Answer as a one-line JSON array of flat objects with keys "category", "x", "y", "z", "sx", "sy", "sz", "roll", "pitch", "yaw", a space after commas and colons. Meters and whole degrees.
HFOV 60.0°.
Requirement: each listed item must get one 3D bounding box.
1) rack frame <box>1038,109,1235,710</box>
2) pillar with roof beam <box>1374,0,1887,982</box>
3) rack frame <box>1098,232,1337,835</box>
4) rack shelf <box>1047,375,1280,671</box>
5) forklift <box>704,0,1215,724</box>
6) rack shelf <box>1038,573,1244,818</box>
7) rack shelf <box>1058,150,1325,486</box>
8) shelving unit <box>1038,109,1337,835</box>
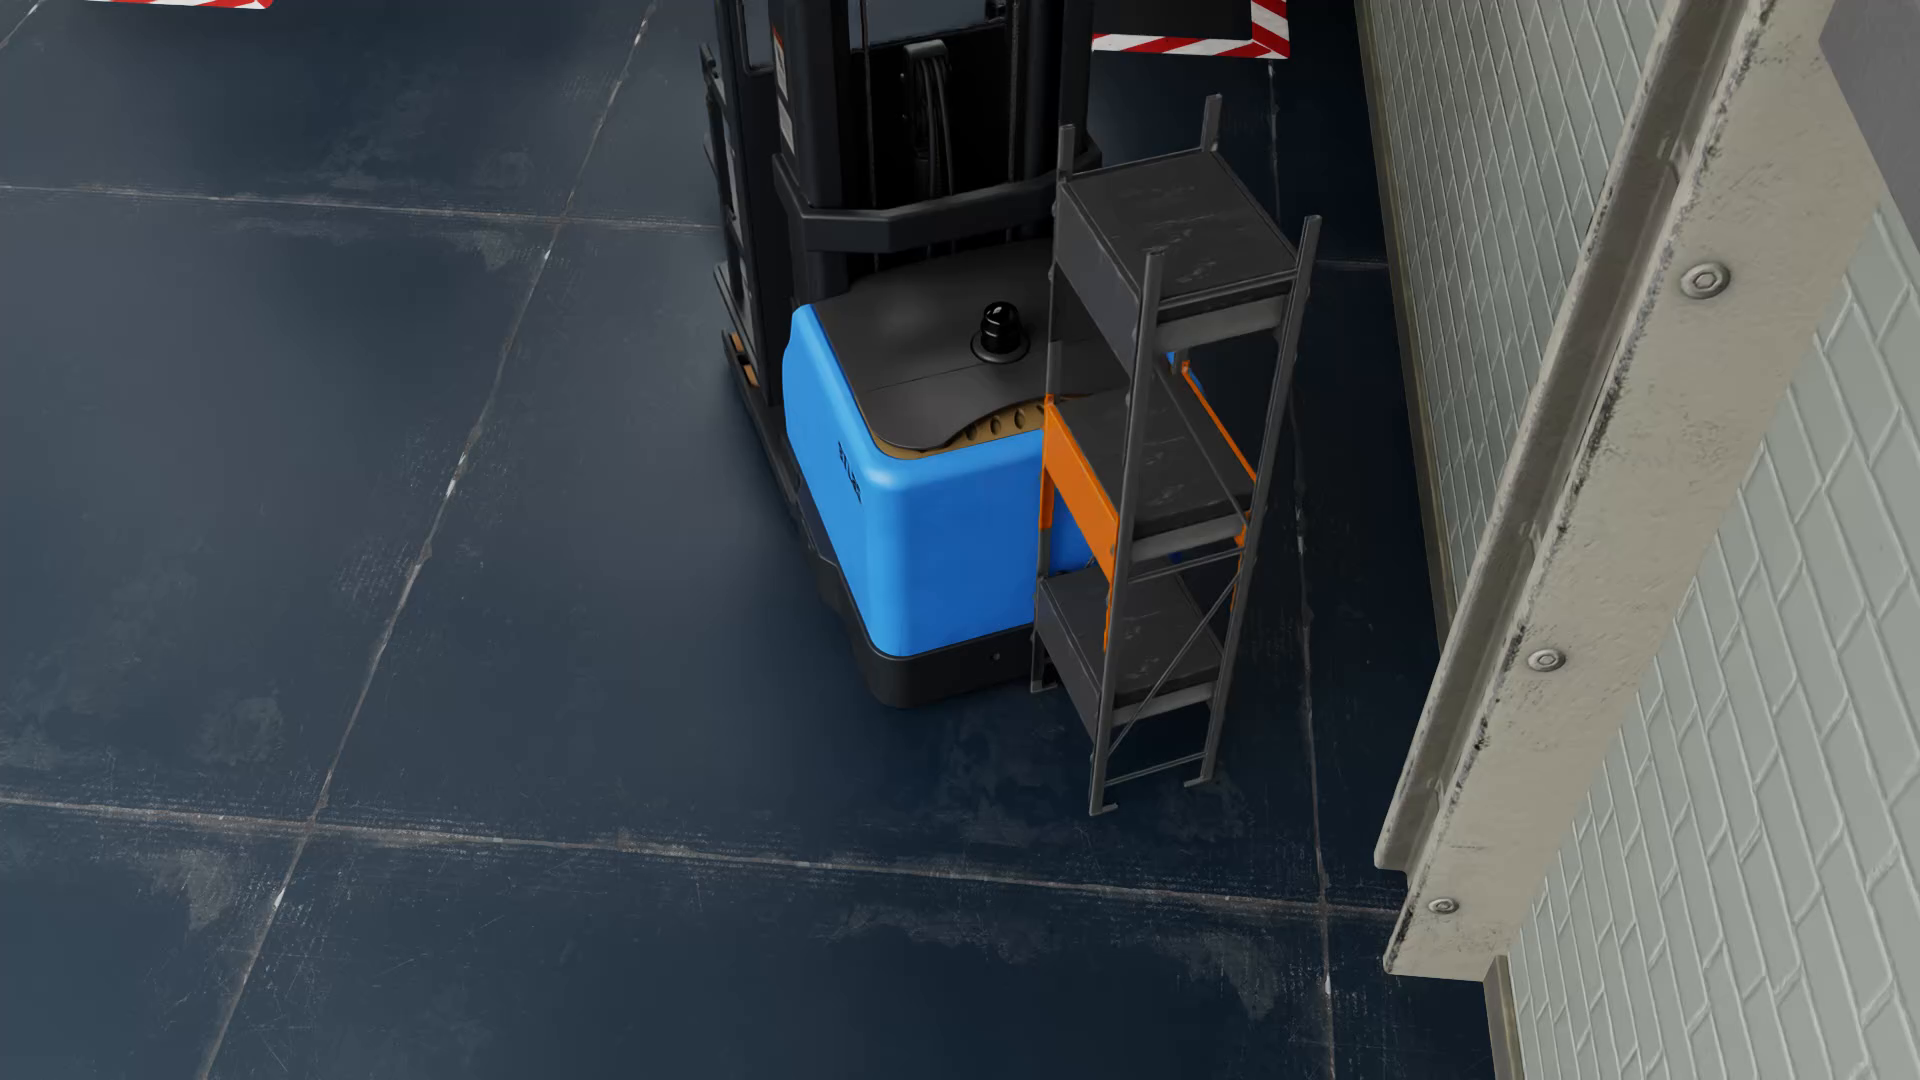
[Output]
[{"category": "rack frame", "x": 0.437, "y": -0.224, "z": 4.532, "sx": 0.400, "sy": 2.100, "sz": 0.015, "roll": -15, "pitch": 49, "yaw": -13}, {"category": "pillar with roof beam", "x": -2.930, "y": -2.252, "z": 1.712, "sx": 9.100, "sy": 9.000, "sz": 0.400, "roll": 4, "pitch": 48, "yaw": 4}, {"category": "rack frame", "x": 0.601, "y": 0.115, "z": 4.222, "sx": 0.400, "sy": 2.100, "sz": 0.015, "roll": -15, "pitch": 49, "yaw": -13}, {"category": "rack shelf", "x": 0.519, "y": -0.045, "z": 4.387, "sx": 0.431, "sy": 0.518, "sz": 0.480, "roll": -15, "pitch": 49, "yaw": -13}, {"category": "forklift", "x": -0.235, "y": -1.531, "z": 5.164, "sx": 1.130, "sy": 2.935, "sz": 3.031, "roll": -15, "pitch": 49, "yaw": -13}, {"category": "rack shelf", "x": 0.519, "y": 0.427, "z": 4.904, "sx": 0.431, "sy": 0.518, "sz": 0.480, "roll": -15, "pitch": 49, "yaw": -13}, {"category": "rack shelf", "x": 0.519, "y": -0.518, "z": 3.870, "sx": 0.431, "sy": 0.518, "sz": 0.480, "roll": -15, "pitch": 49, "yaw": -13}, {"category": "shelving unit", "x": 0.519, "y": -0.055, "z": 4.377, "sx": 0.431, "sy": 2.100, "sz": 0.503, "roll": -15, "pitch": 49, "yaw": -13}]
